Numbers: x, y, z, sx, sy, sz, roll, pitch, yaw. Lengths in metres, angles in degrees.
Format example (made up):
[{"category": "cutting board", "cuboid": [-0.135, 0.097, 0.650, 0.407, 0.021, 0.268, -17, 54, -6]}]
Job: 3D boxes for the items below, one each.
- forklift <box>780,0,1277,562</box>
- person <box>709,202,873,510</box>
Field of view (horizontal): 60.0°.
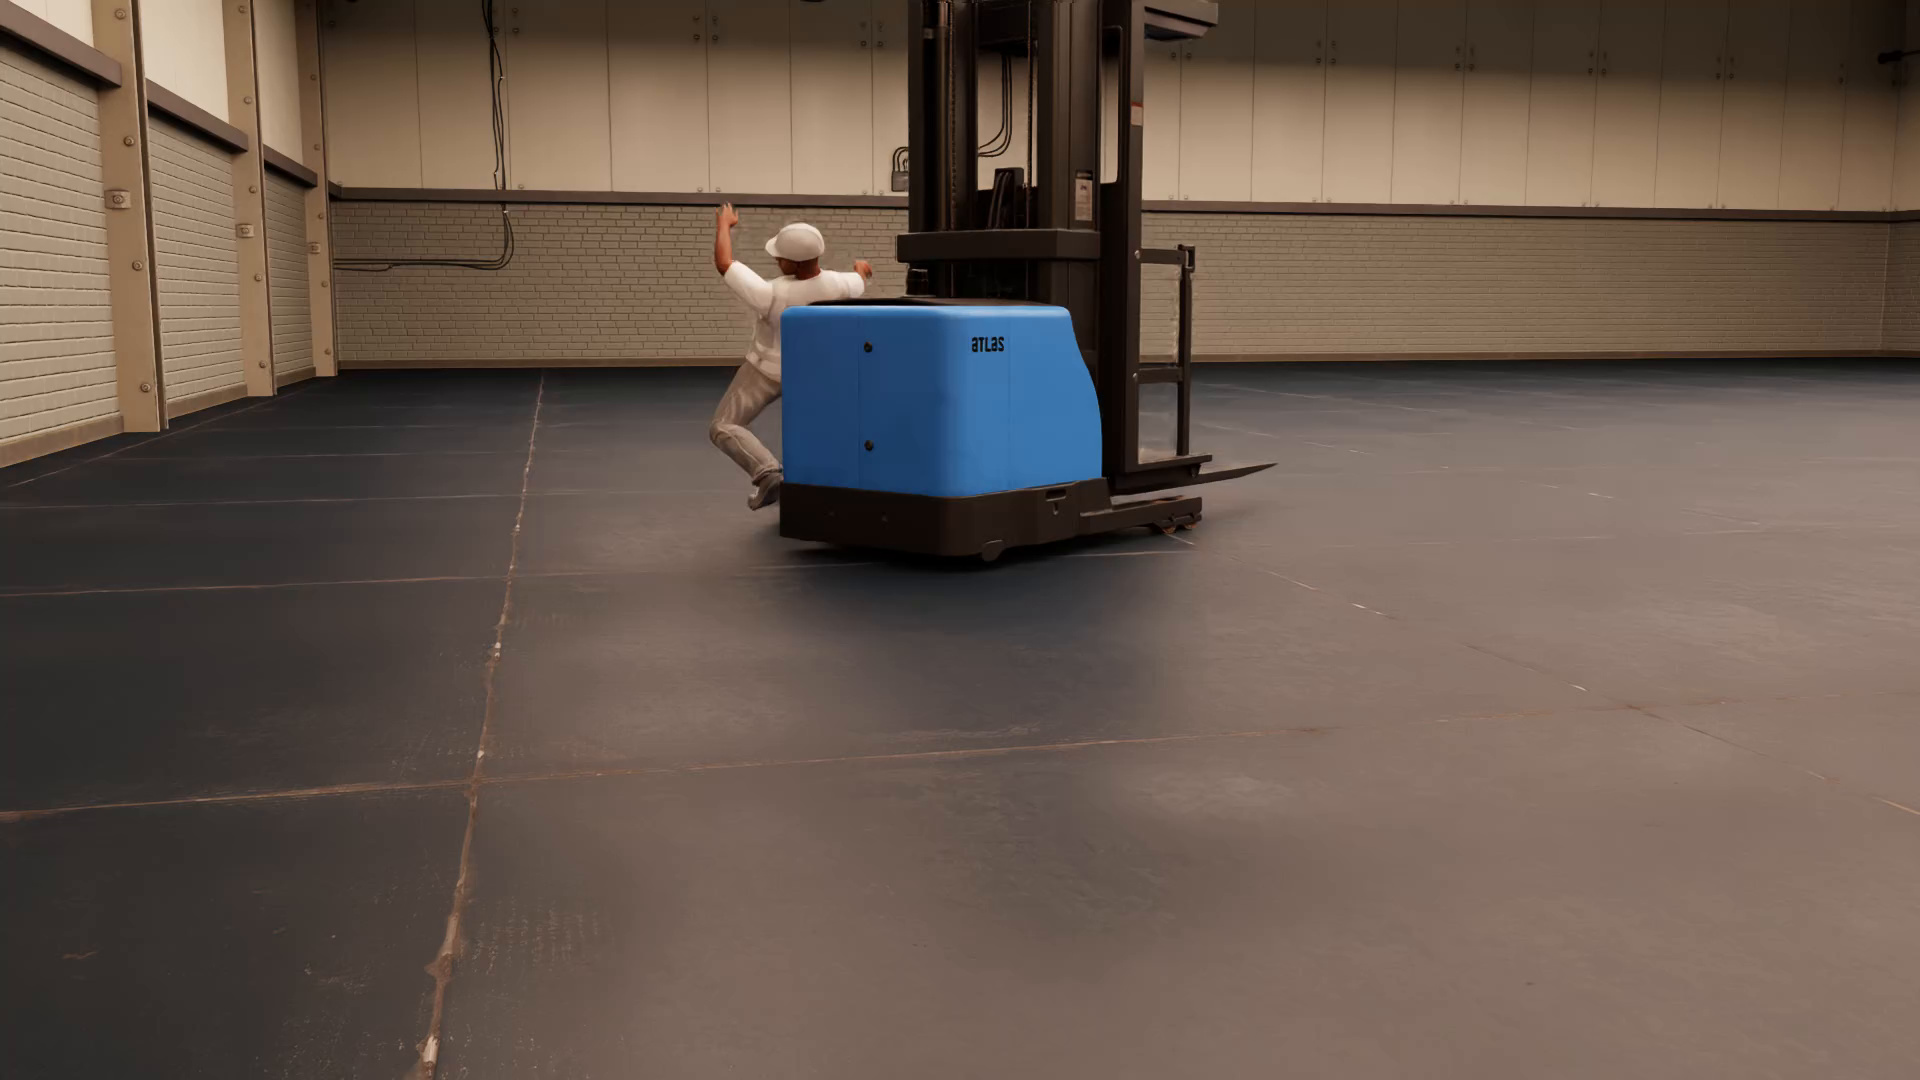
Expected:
[{"category": "forklift", "cuboid": [0.525, -1.517, 7.970, 1.130, 2.935, 3.031, 6, 10, 39]}, {"category": "person", "cuboid": [-0.740, -0.958, 8.652, 0.707, 1.575, 1.094, 7, 11, 43]}]
